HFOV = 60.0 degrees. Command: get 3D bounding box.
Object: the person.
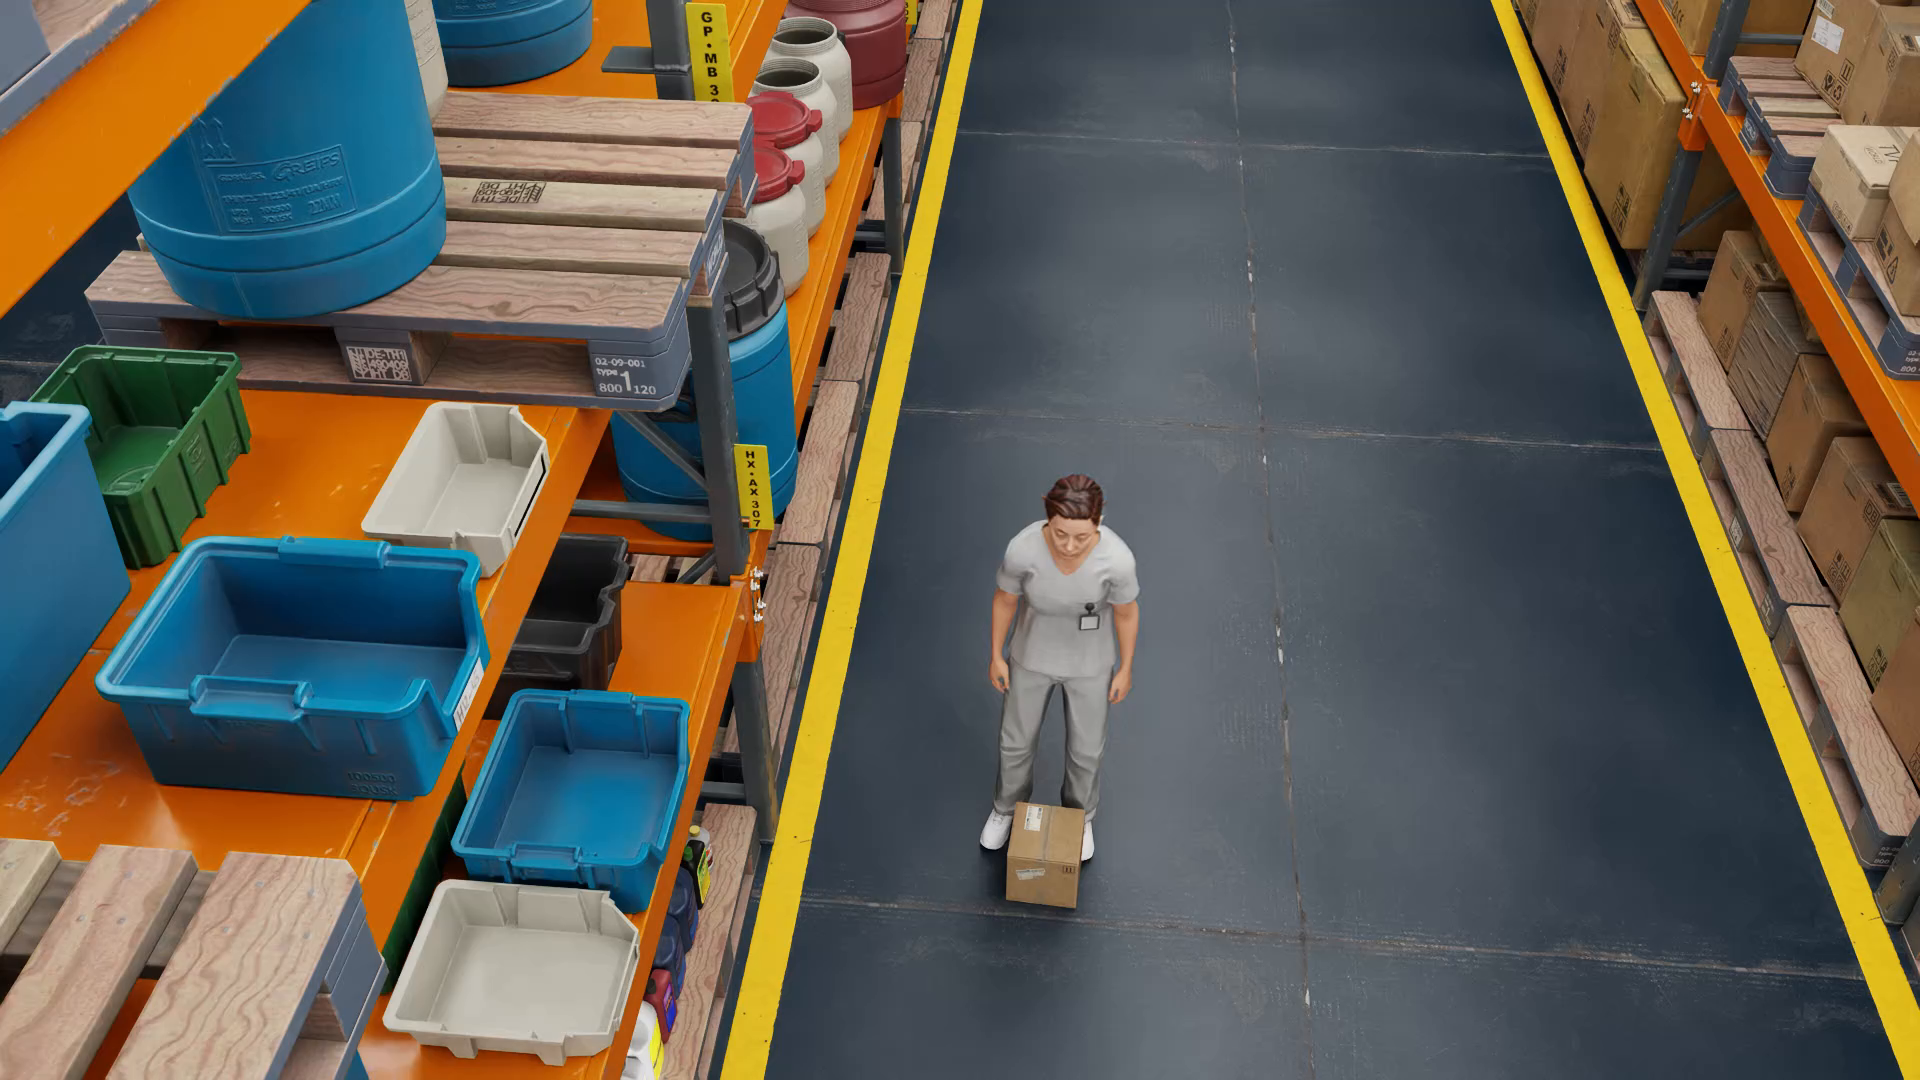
[{"bbox_3d":[0.341,0.423,5.658,0.502,1.672,0.354,6,41,7],"label":"person"}]
